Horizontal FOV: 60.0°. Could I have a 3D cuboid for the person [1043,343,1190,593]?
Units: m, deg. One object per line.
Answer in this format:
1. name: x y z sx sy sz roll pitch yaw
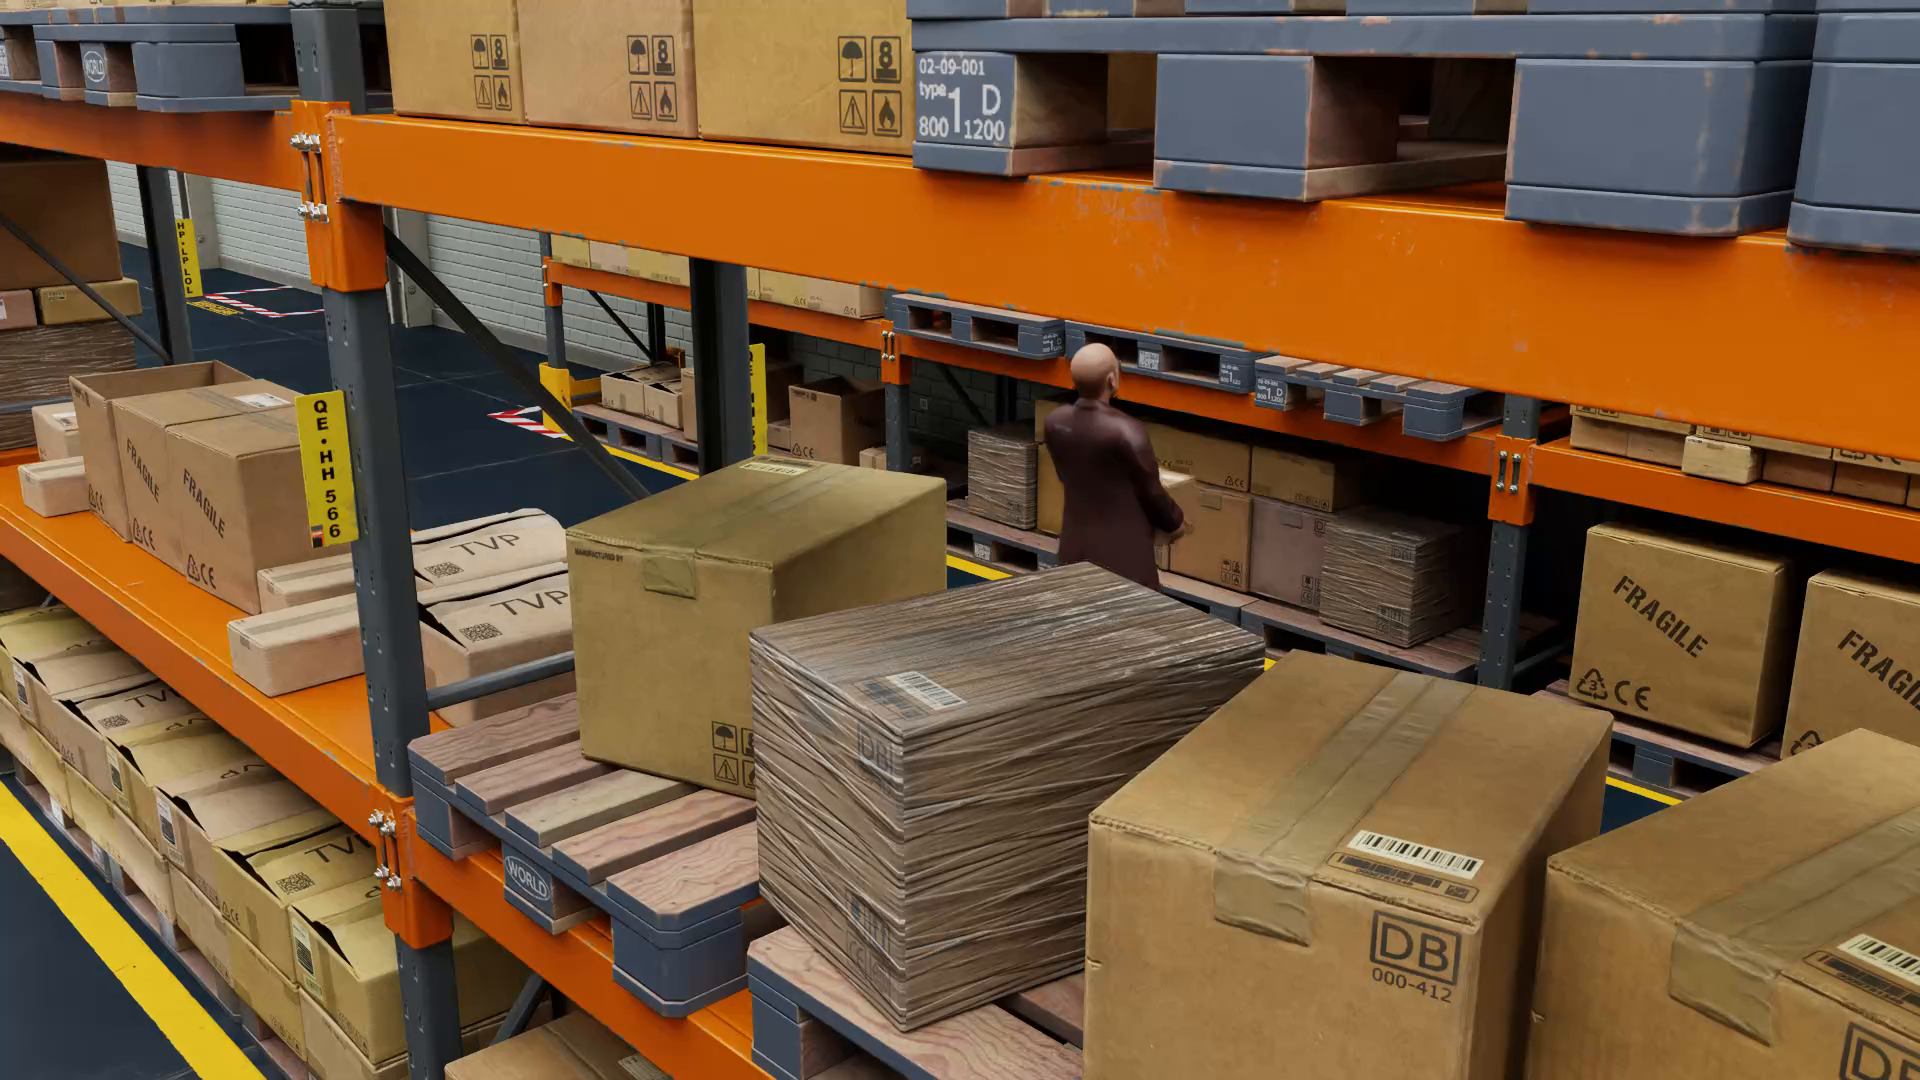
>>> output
1. person: 0.669 0.043 6.928 0.554 1.775 0.537 -16 23 -42
